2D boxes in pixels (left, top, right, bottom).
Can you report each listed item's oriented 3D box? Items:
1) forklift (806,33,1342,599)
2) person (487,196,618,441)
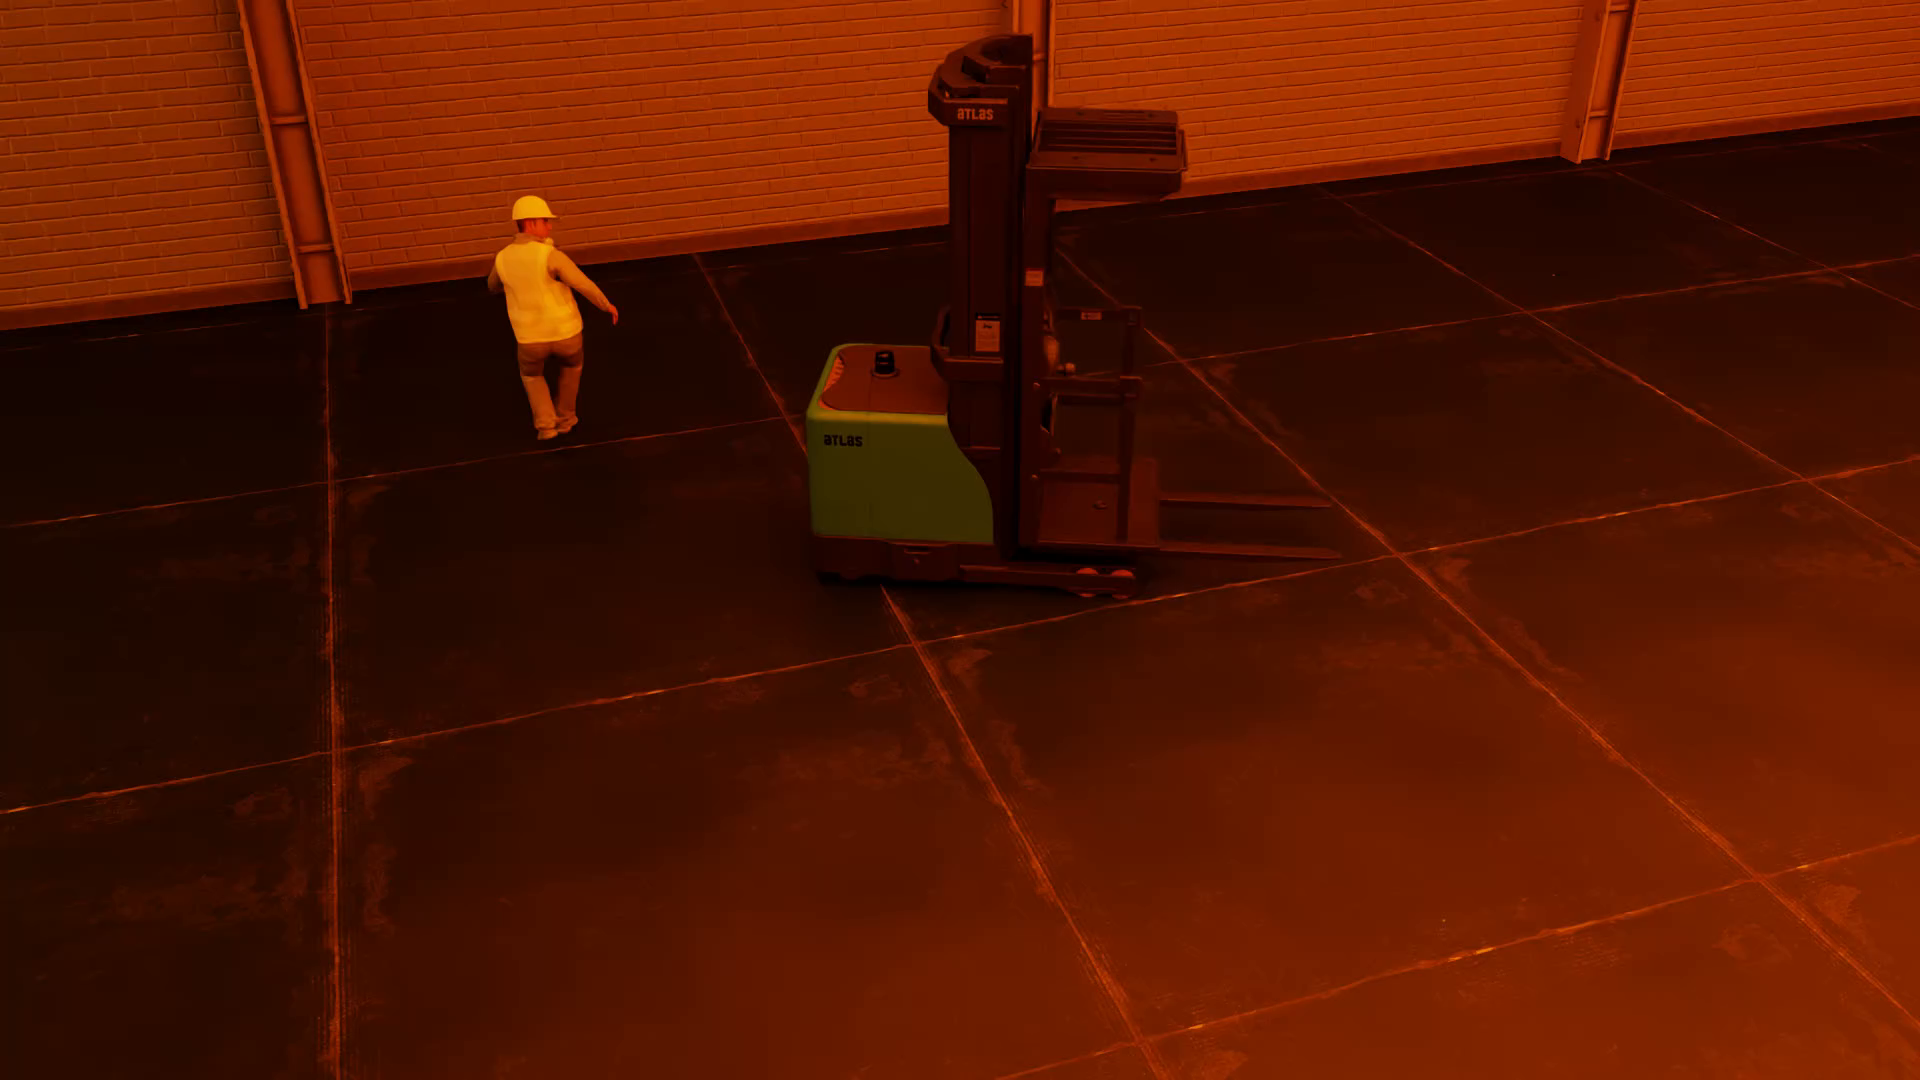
[{"bbox_3d":[0.686,-1.213,9.196,3.031,2.935,1.130,3,30,5],"label":"forklift"},{"bbox_3d":[-2.658,-1.459,10.907,0.835,1.651,0.782,-1,30,-1],"label":"person"}]
